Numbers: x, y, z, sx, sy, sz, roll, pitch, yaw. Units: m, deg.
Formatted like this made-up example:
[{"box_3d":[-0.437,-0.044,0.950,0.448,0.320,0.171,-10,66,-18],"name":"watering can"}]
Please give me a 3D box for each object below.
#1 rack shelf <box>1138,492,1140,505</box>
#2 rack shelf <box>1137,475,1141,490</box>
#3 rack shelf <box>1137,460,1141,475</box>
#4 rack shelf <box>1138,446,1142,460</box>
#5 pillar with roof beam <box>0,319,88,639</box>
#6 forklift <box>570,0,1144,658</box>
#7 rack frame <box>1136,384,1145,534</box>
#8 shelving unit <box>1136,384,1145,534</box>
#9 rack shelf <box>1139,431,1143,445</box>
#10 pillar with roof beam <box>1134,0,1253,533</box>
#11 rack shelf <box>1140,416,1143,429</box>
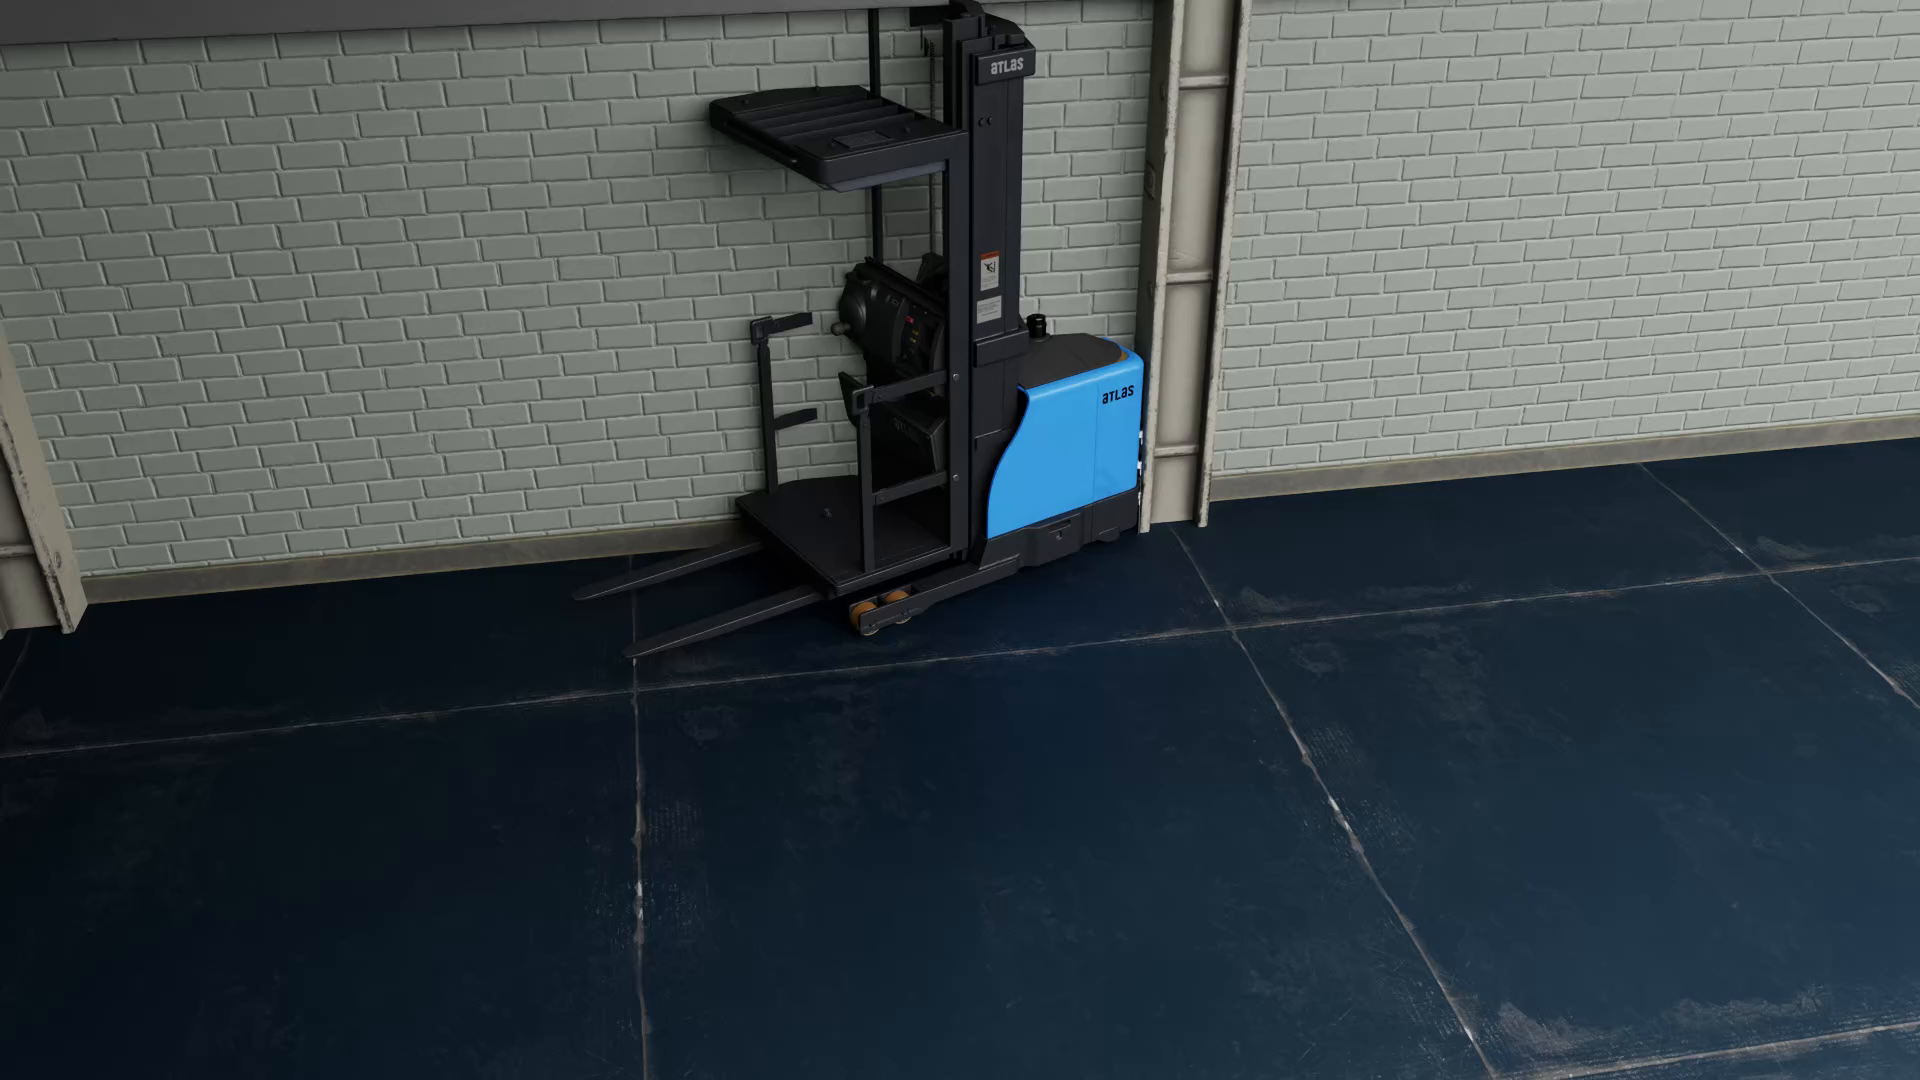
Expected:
[{"box_3d":[0.875,-0.272,9.305,0.200,0.077,0.258,-5,25,-10],"name":"rack shelf"},{"box_3d":[0.875,-0.354,9.267,0.200,0.077,0.258,-5,25,-10],"name":"rack shelf"},{"box_3d":[0.874,-0.435,9.229,0.200,0.077,0.258,-5,25,-10],"name":"rack shelf"},{"box_3d":[0.873,-0.517,9.191,0.200,0.077,0.258,-5,25,-10],"name":"rack shelf"},{"box_3d":[-3.953,-1.321,2.619,0.400,9.000,9.100,-5,31,-9],"name":"pillar with roof beam"},{"box_3d":[-0.517,-1.086,8.205,3.031,2.935,1.130,-19,35,-29],"name":"forklift"},{"box_3d":[0.973,-0.474,9.232,0.006,0.900,0.240,-5,25,-10],"name":"rack frame"},{"box_3d":[0.874,-0.465,9.215,0.210,0.900,0.258,-5,25,-10],"name":"shelving unit"},{"box_3d":[0.872,-0.598,9.153,0.200,0.077,0.258,-5,25,-10],"name":"rack shelf"},{"box_3d":[1.949,-1.869,3.550,0.400,9.000,9.100,-5,31,-9],"name":"pillar with roof beam"},{"box_3d":[0.871,-0.680,9.115,0.200,0.077,0.258,-5,25,-10],"name":"rack shelf"}]
